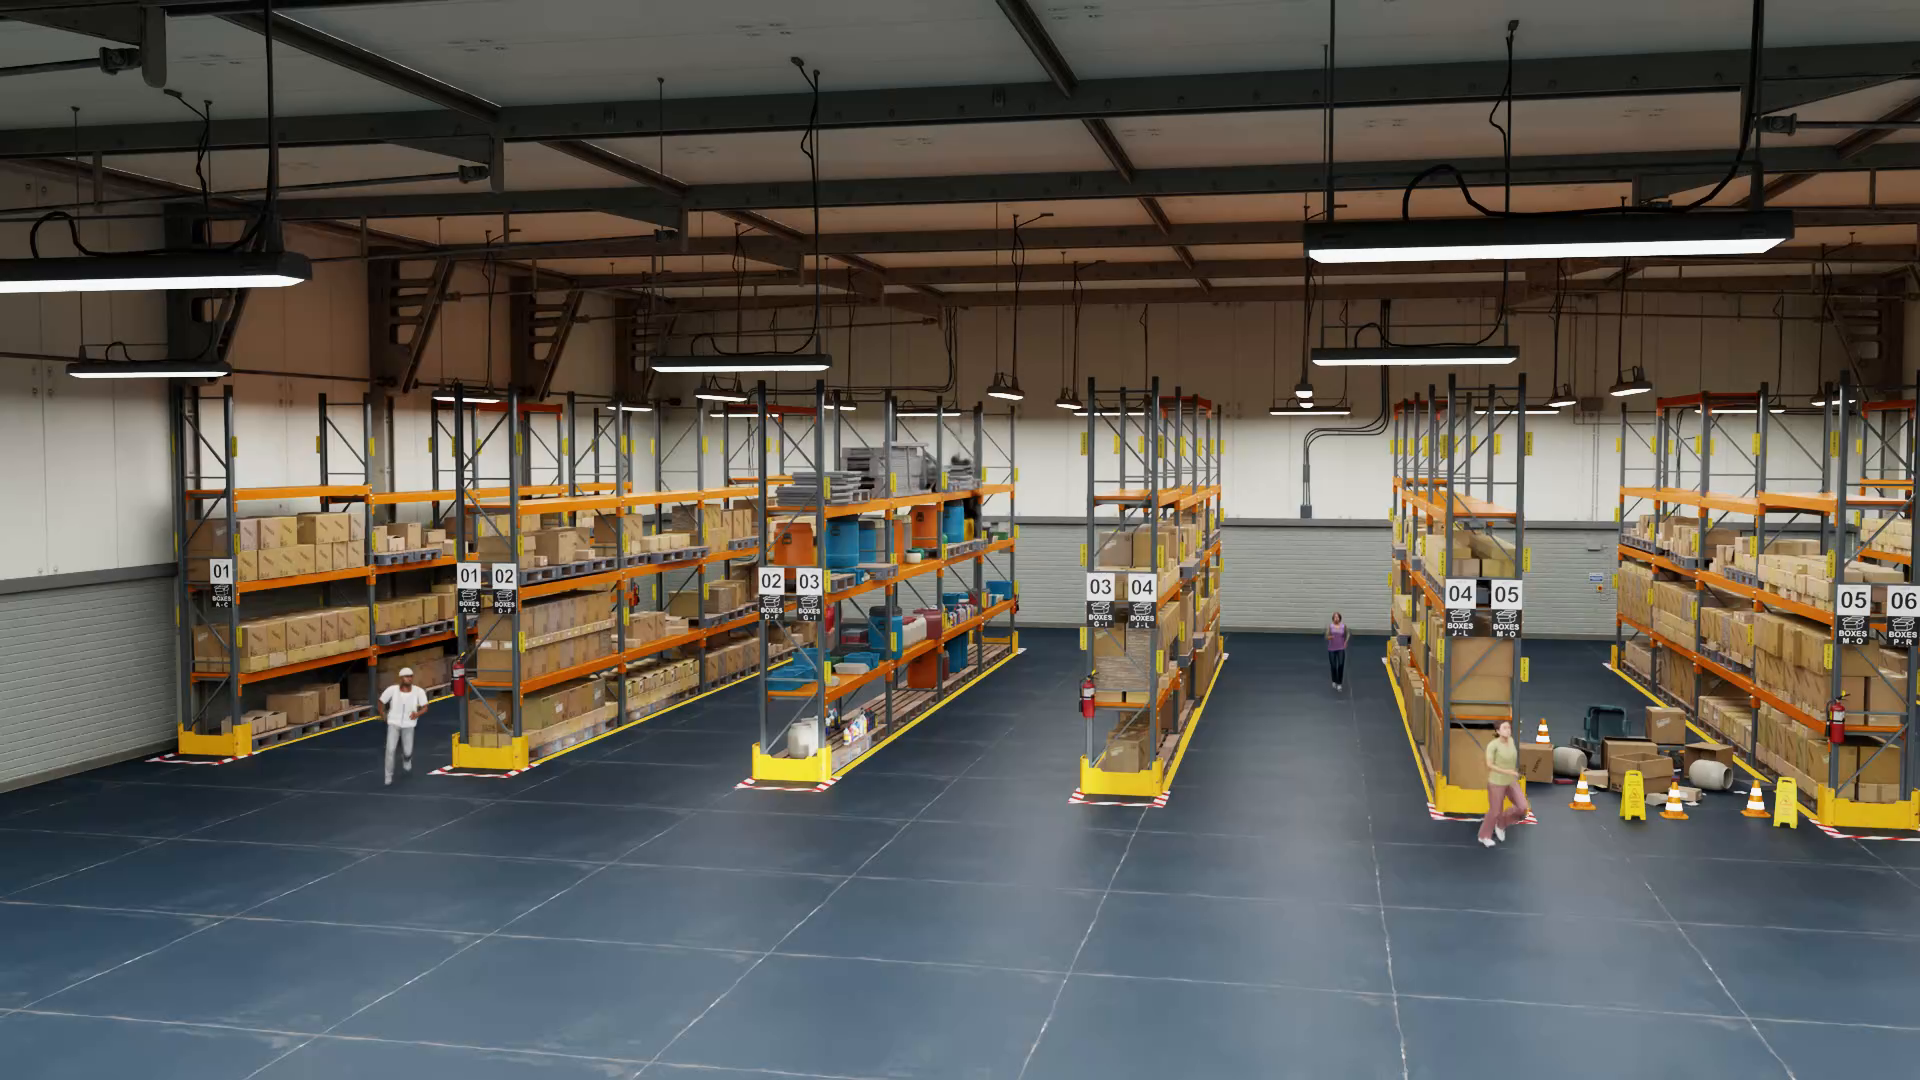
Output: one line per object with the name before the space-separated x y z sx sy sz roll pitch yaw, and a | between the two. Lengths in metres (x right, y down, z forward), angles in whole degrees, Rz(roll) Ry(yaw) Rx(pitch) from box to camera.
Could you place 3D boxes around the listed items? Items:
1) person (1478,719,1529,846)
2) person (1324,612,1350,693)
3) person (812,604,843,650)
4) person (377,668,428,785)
person | 6.764 3.022 20.682 0.596 1.622 0.716 -1 3 -22
person | 7.731 2.295 34.107 0.514 1.639 0.666 1 3 14
person | -2.707 1.995 33.557 0.657 1.731 0.627 1 3 14
person | -8.379 2.768 25.025 0.727 1.699 0.708 -1 3 -20
